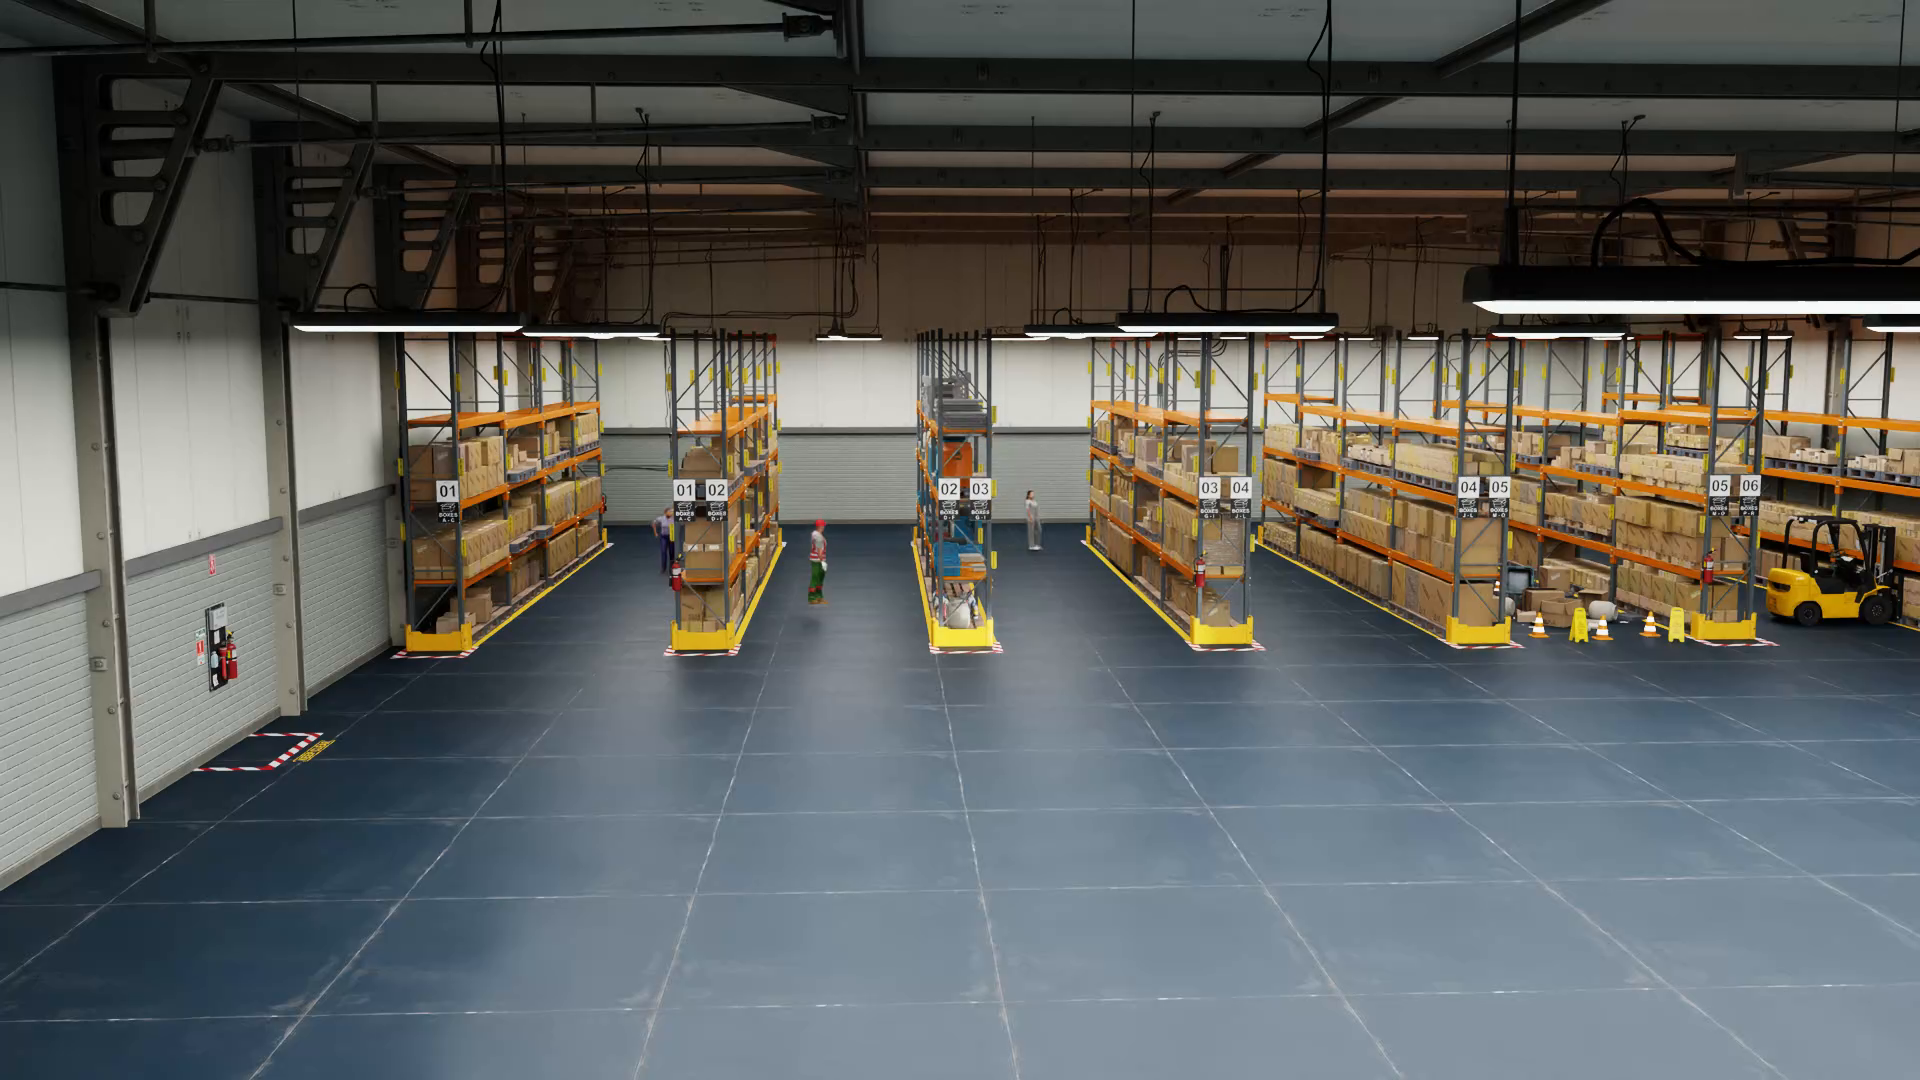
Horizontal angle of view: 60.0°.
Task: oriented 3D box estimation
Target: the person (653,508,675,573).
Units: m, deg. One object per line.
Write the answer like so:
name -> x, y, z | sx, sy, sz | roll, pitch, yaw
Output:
person -> -7.384, -0.021, 41.700 | 0.647, 1.602, 1.028 | 0, 7, -2

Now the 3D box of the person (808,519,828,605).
person -> -2.965, 0.477, 34.823 | 0.426, 1.848, 0.650 | 0, 7, -2

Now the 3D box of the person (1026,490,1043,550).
person -> 2.065, -0.558, 46.311 | 0.356, 1.701, 0.610 | 5, 8, 37
